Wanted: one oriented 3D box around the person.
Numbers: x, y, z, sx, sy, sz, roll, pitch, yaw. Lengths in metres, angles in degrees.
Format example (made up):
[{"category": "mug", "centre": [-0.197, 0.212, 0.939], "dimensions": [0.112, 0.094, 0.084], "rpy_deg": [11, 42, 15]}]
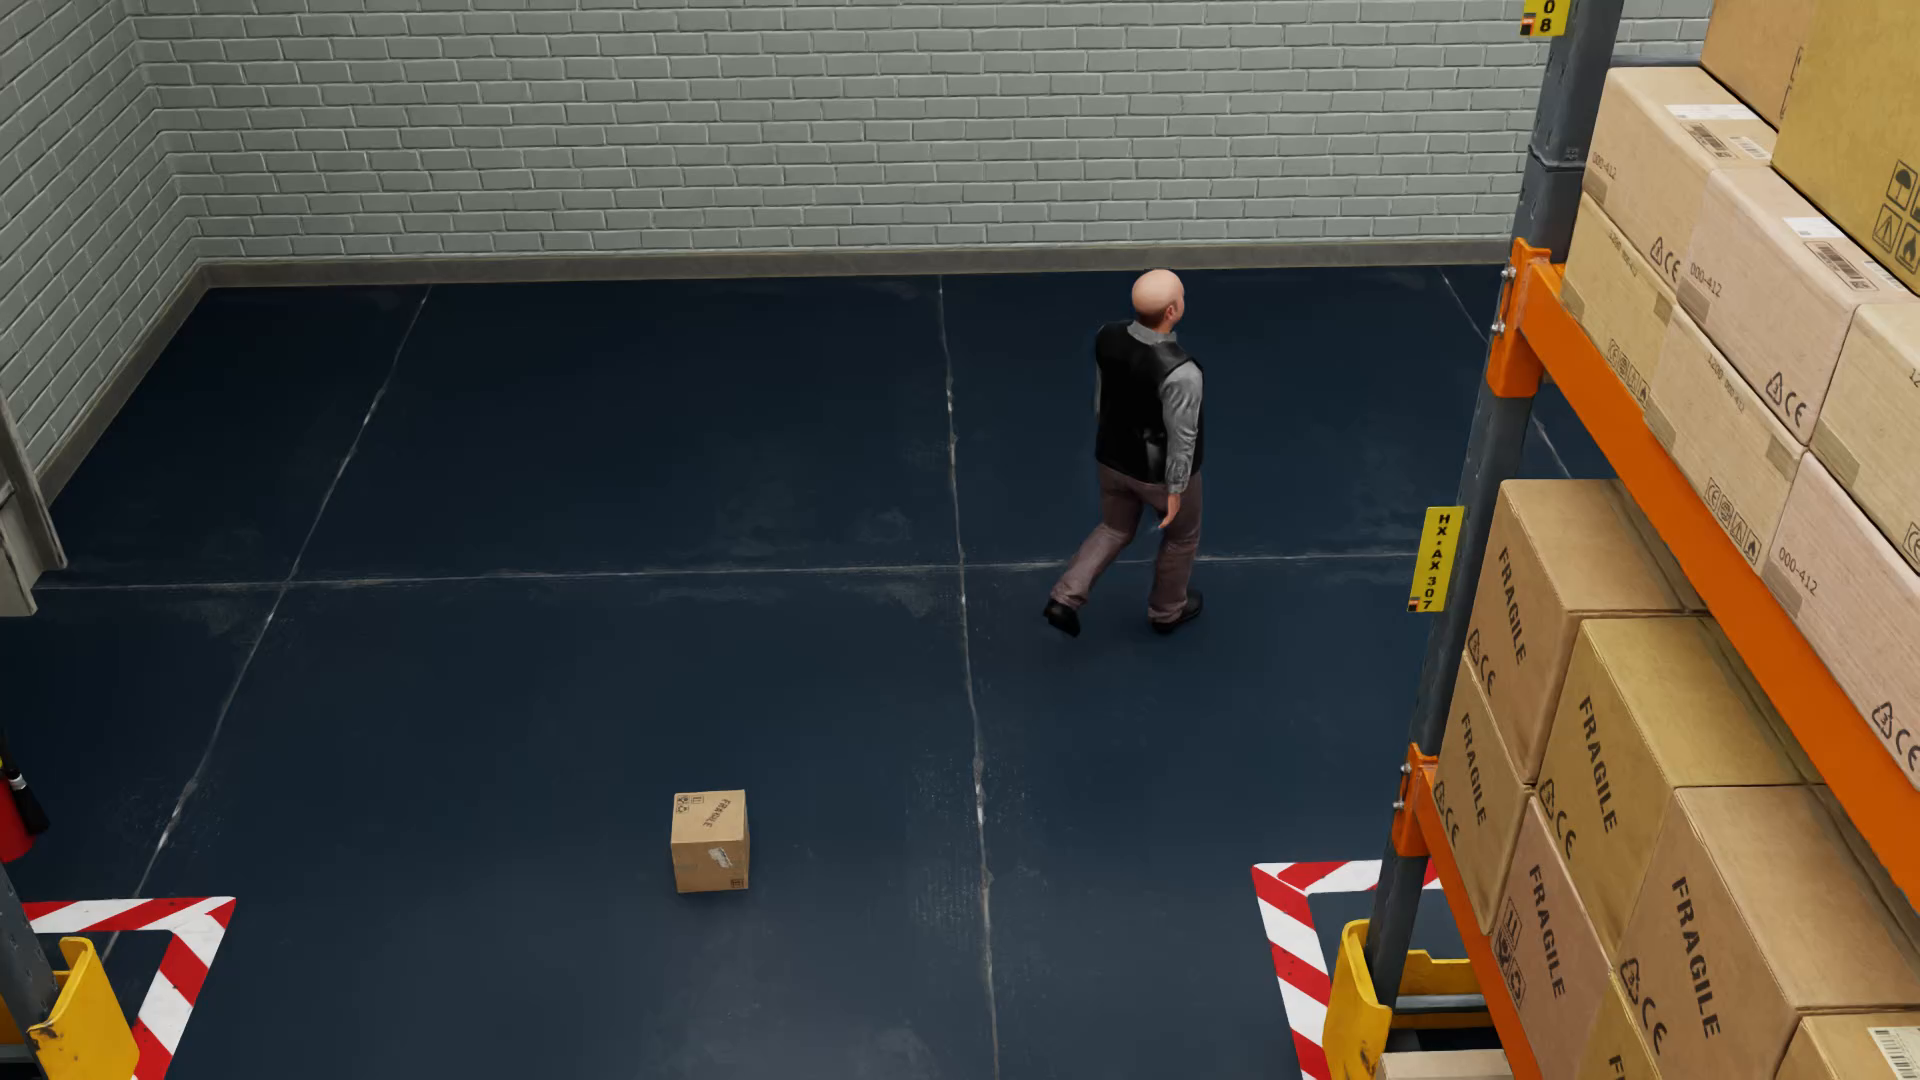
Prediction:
[{"category": "person", "centre": [0.714, -0.289, 6.556], "dimensions": [0.530, 1.695, 0.802], "rpy_deg": [30, 45, 35]}]
